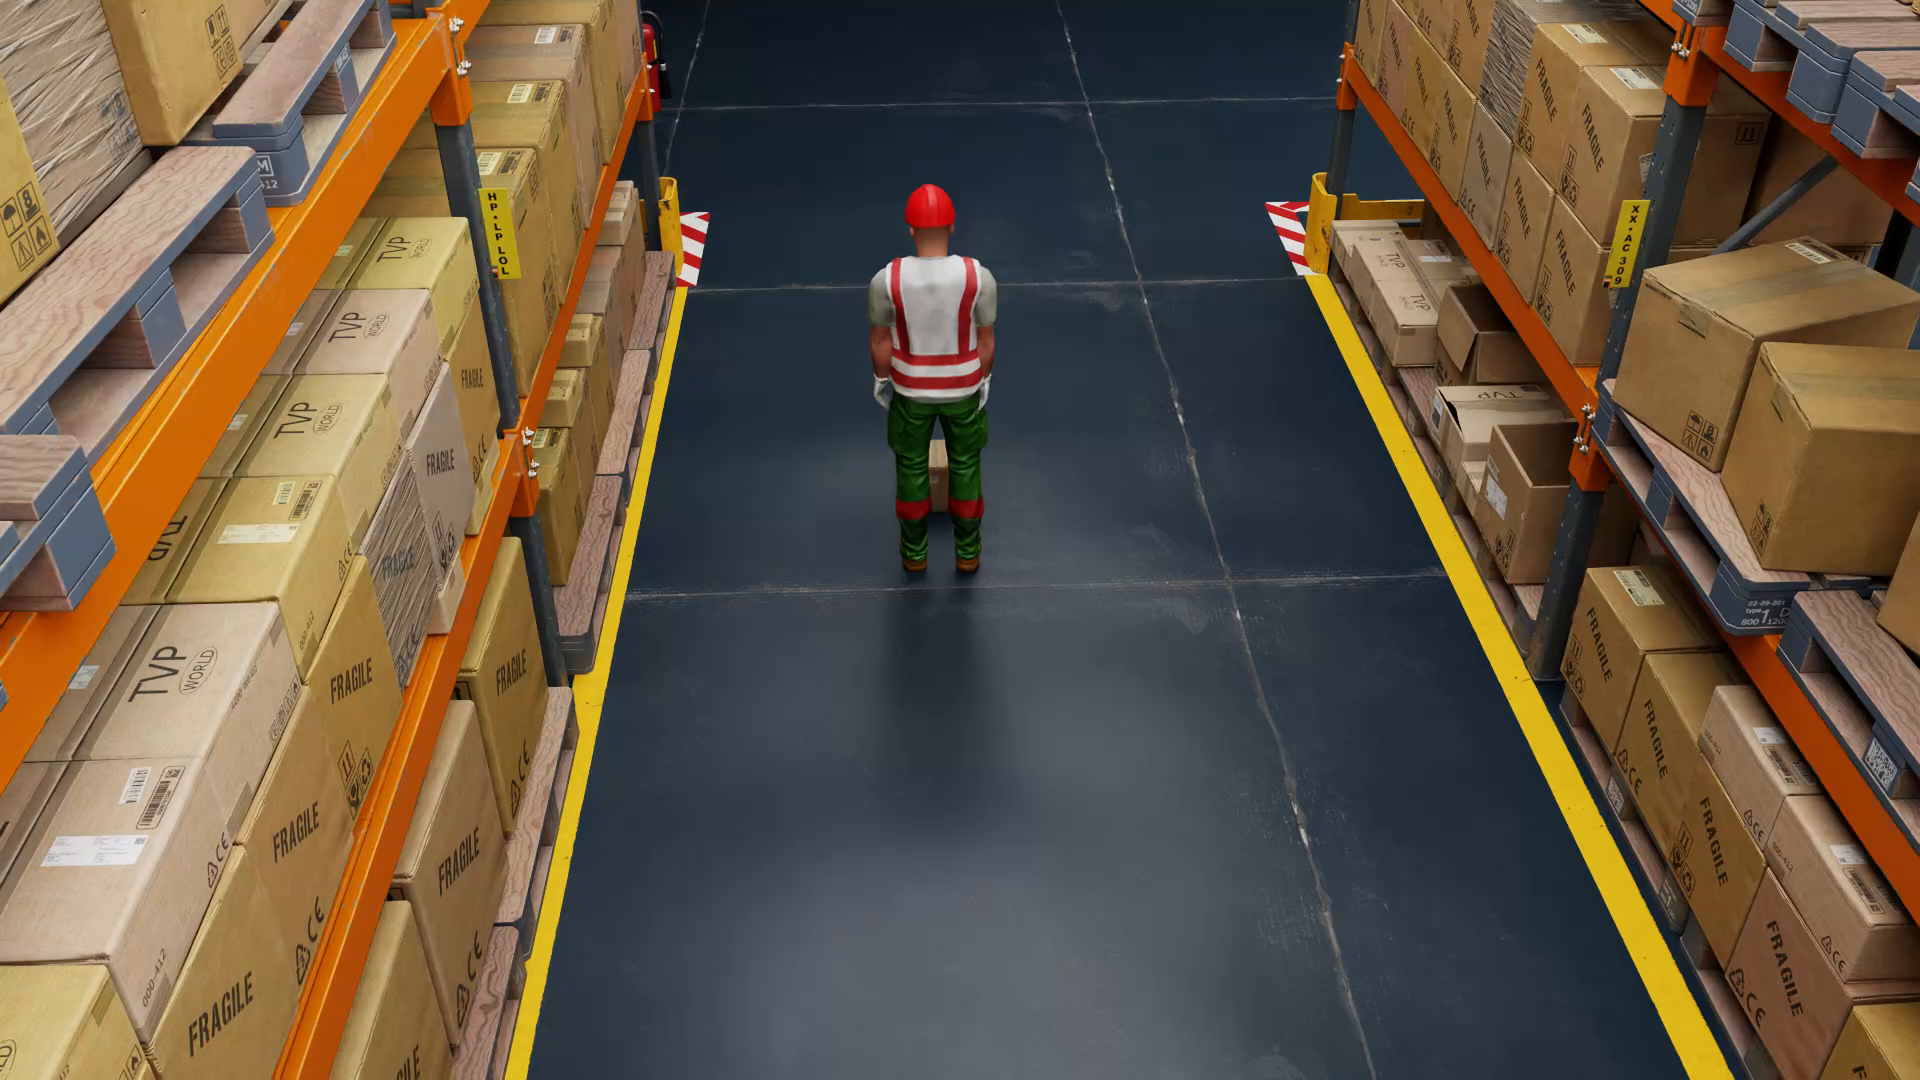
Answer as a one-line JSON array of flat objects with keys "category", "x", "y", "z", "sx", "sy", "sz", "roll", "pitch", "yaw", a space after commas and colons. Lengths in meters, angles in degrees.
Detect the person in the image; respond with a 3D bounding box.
[{"category": "person", "x": -0.113, "y": -0.657, "z": 7.075, "sx": 0.528, "sy": 1.780, "sz": 0.351, "roll": -1, "pitch": 35, "yaw": -1}]
